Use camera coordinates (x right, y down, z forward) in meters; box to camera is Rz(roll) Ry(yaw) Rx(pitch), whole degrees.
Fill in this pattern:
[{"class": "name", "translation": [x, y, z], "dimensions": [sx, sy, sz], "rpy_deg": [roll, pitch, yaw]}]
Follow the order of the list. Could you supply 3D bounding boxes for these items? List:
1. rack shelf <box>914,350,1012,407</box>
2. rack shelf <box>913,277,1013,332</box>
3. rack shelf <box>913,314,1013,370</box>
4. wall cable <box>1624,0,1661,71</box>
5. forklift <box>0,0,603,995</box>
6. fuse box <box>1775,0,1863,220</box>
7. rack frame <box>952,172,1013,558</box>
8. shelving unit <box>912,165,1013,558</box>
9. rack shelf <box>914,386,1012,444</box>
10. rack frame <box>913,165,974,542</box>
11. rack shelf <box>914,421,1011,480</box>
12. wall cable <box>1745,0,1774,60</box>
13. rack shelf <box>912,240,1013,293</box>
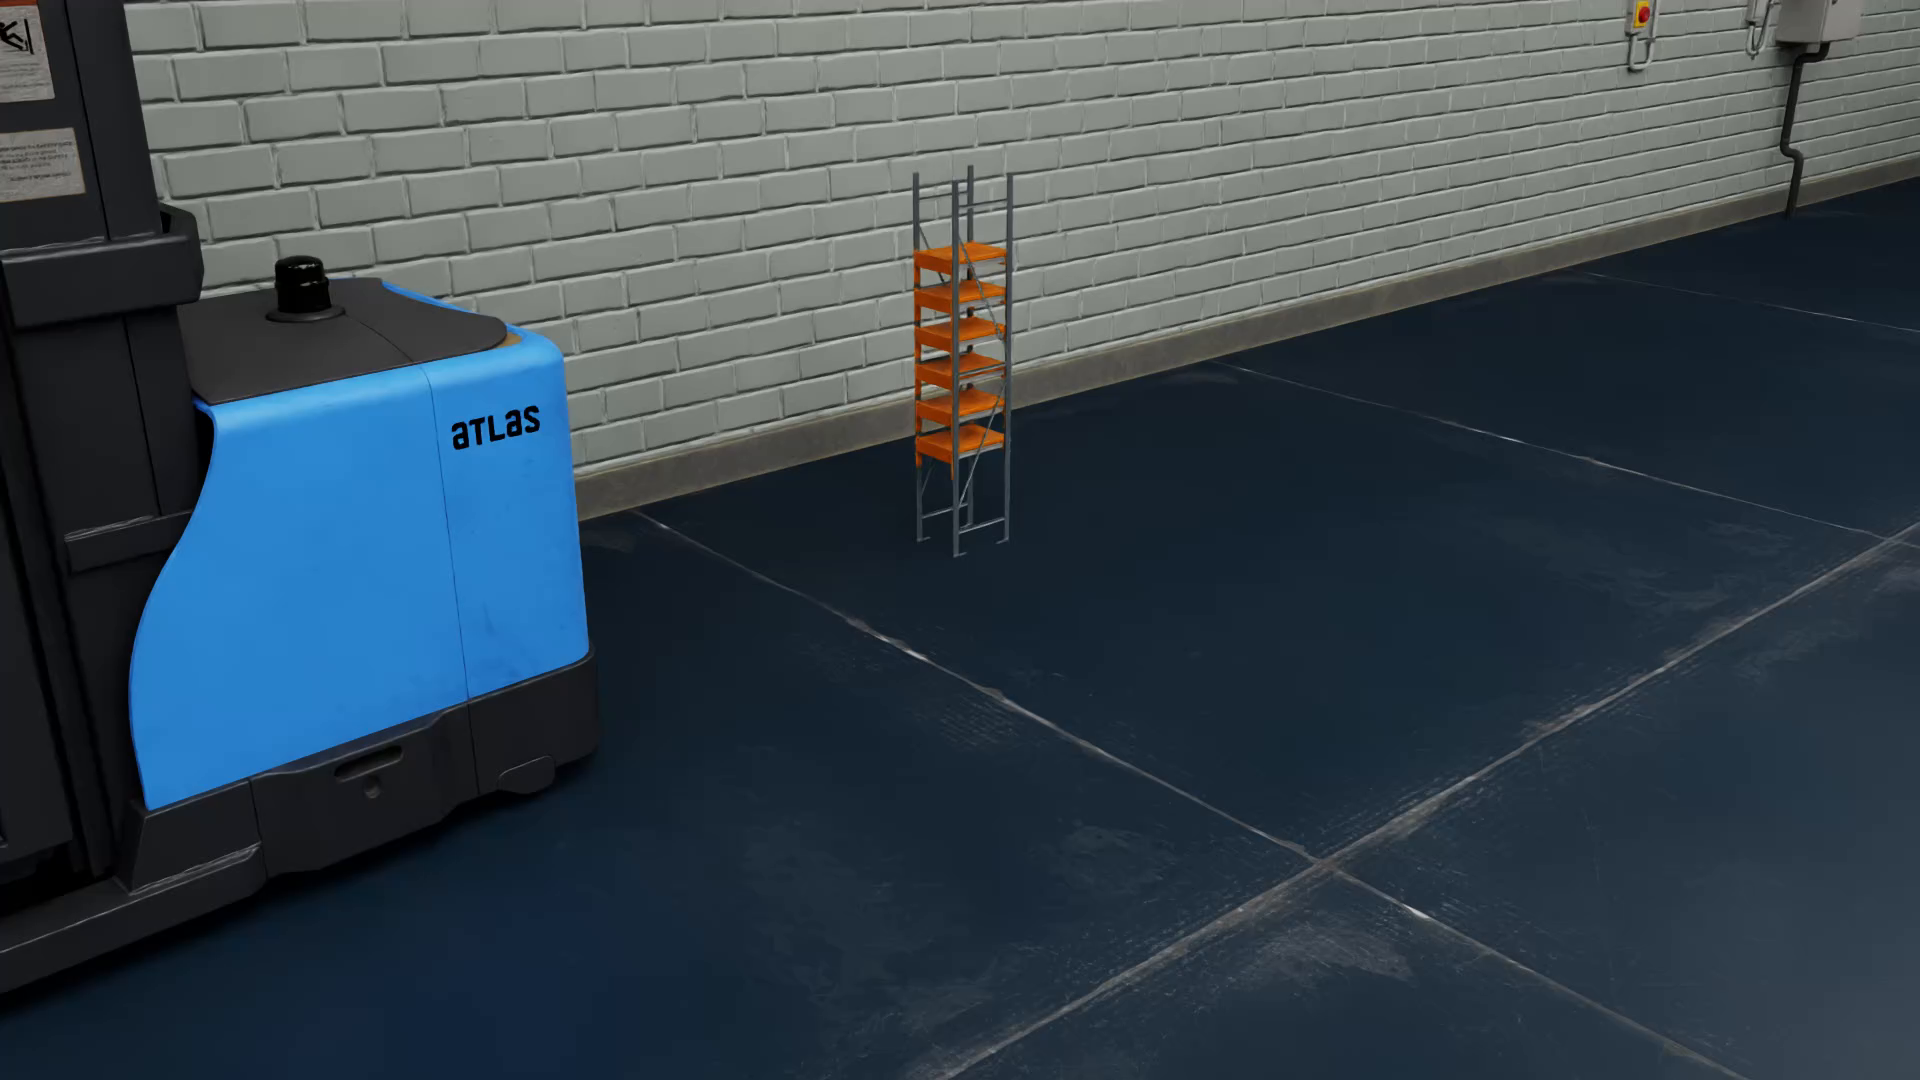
[{"class": "rack shelf", "translation": [0.009, -0.513, 5.271], "dimensions": [0.258, 0.103, 0.180], "rpy_deg": [-17, 27, -37]}, {"class": "rack shelf", "translation": [0.009, -0.737, 5.184], "dimensions": [0.258, 0.103, 0.180], "rpy_deg": [-17, 27, -37]}, {"class": "rack shelf", "translation": [0.009, -0.625, 5.227], "dimensions": [0.258, 0.103, 0.180], "rpy_deg": [-17, 27, -37]}, {"class": "wall cable", "translation": [3.746, -3.513, 8.905], "dimensions": [0.585, 1.953, 0.123], "rpy_deg": [-17, 27, -37]}, {"class": "forklift", "translation": [-2.276, -0.560, 2.894], "dimensions": [3.031, 2.935, 1.130], "rpy_deg": [-19, 29, -40]}, {"class": "fuse box", "translation": [5.433, -2.886, 10.505], "dimensions": [0.539, 1.711, 0.414], "rpy_deg": [-17, 27, -37]}, {"class": "rack frame", "translation": [0.069, -0.529, 5.190], "dimensions": [0.240, 1.200, 0.006], "rpy_deg": [-17, 27, -37]}, {"class": "shelving unit", "translation": [0.009, -0.555, 5.255], "dimensions": [0.258, 1.200, 0.189], "rpy_deg": [-17, 27, -37]}, {"class": "rack shelf", "translation": [0.009, -0.402, 5.315], "dimensions": [0.258, 0.103, 0.180], "rpy_deg": [-17, 27, -37]}, {"class": "rack frame", "translation": [-0.050, -0.580, 5.320], "dimensions": [0.240, 1.200, 0.006], "rpy_deg": [-17, 27, -37]}, {"class": "rack shelf", "translation": [0.009, -0.290, 5.359], "dimensions": [0.258, 0.103, 0.180], "rpy_deg": [-17, 27, -37]}, {"class": "wall cable", "translation": [4.813, -3.840, 9.781], "dimensions": [0.588, 1.984, 0.122], "rpy_deg": [-17, 27, -37]}, {"class": "rack shelf", "translation": [0.009, -0.849, 5.140], "dimensions": [0.258, 0.103, 0.180], "rpy_deg": [-17, 27, -37]}]
